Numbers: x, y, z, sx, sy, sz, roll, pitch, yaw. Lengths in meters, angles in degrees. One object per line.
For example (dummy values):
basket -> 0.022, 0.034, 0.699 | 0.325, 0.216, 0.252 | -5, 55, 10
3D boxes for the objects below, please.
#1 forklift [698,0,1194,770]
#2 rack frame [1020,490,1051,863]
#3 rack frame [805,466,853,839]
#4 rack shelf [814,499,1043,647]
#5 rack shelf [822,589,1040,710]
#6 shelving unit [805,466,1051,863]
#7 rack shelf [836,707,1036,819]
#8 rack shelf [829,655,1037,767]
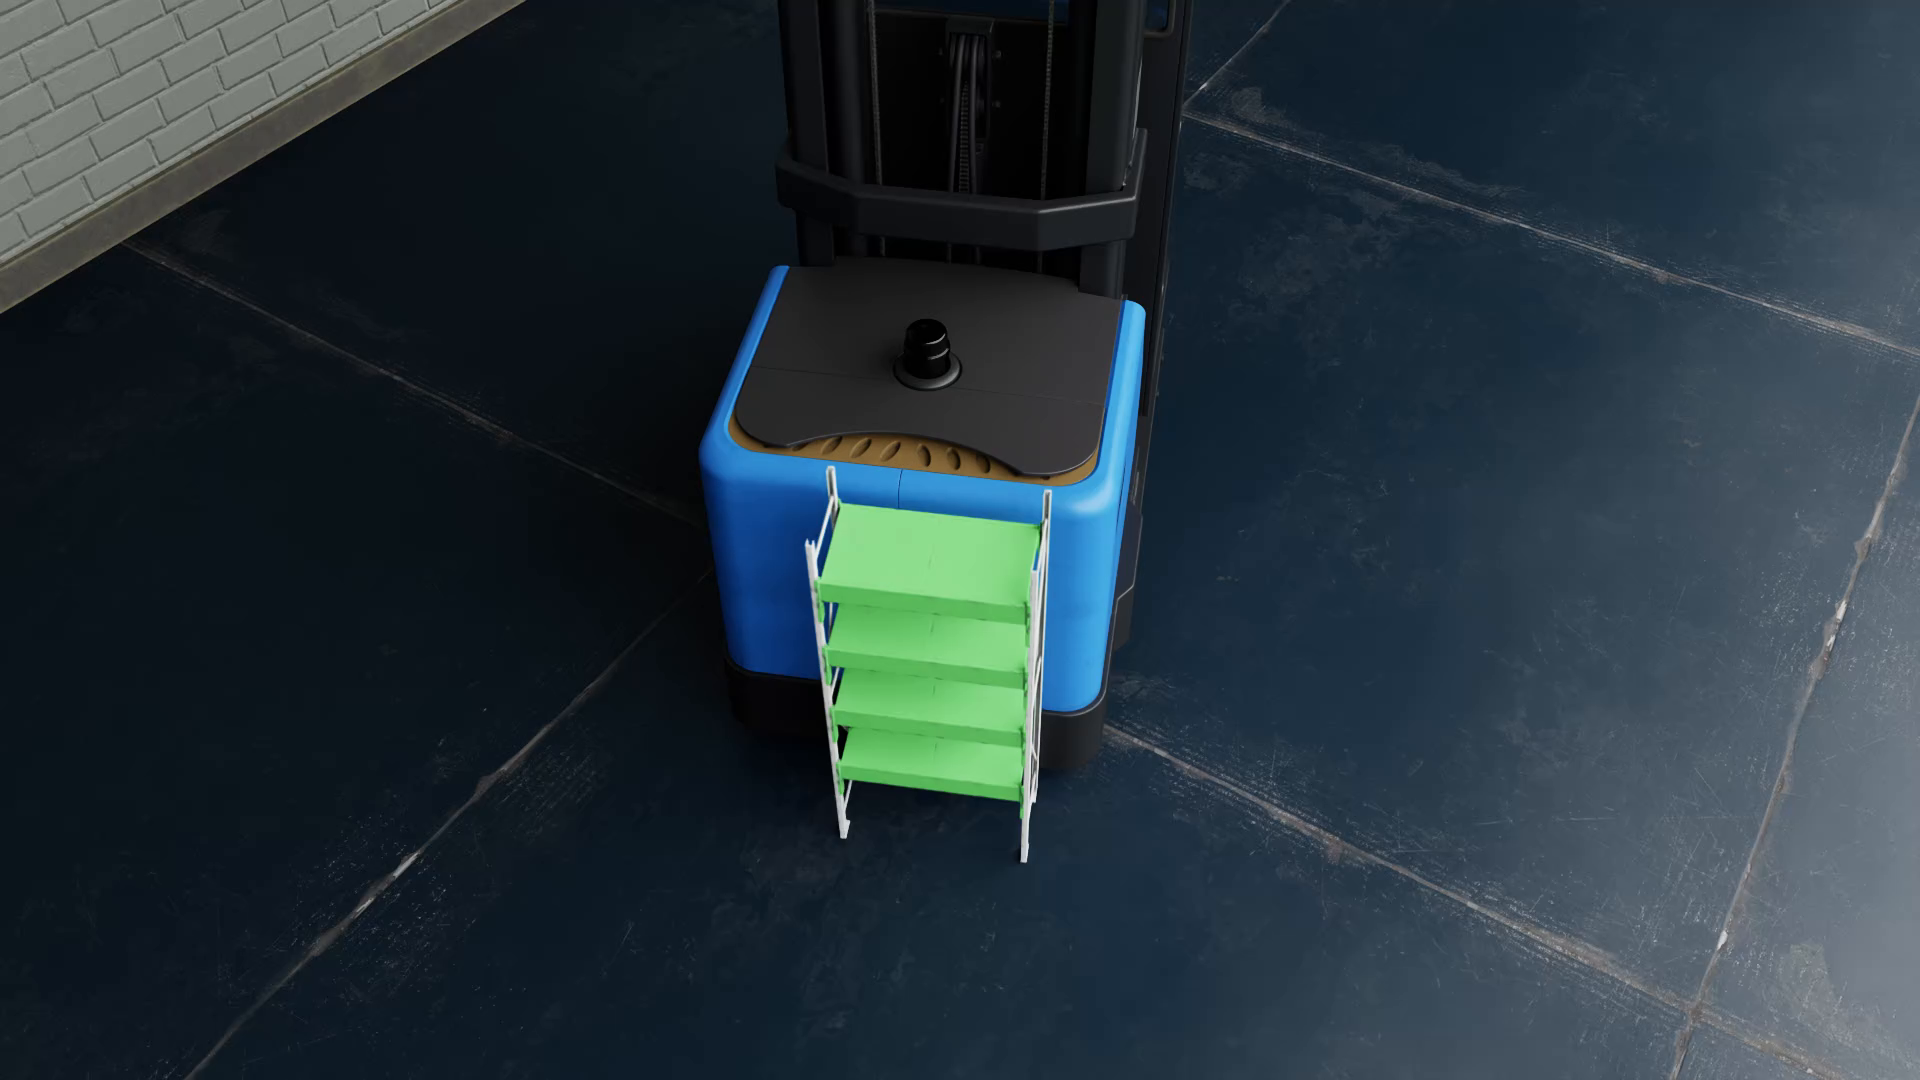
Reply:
forklift -> 0.103, -1.464, 4.629 | 1.130, 2.935, 3.031 | 7, 46, 7
rack frame -> 0.181, 0.373, 4.041 | 0.015, 1.200, 0.240 | 6, 49, 6
rack frame -> -0.301, 0.318, 4.094 | 0.015, 1.200, 0.240 | 6, 49, 6
rack shelf -> -0.063, 0.072, 3.754 | 0.480, 0.148, 0.258 | 6, 49, 6
rack shelf -> -0.061, 0.230, 3.935 | 0.480, 0.148, 0.258 | 6, 49, 6
shelving unit -> -0.060, 0.346, 4.068 | 0.503, 1.200, 0.258 | 6, 49, 6
rack shelf -> -0.057, 0.545, 4.297 | 0.480, 0.148, 0.258 | 6, 49, 6
rack shelf -> -0.059, 0.388, 4.116 | 0.480, 0.148, 0.258 | 6, 49, 6
